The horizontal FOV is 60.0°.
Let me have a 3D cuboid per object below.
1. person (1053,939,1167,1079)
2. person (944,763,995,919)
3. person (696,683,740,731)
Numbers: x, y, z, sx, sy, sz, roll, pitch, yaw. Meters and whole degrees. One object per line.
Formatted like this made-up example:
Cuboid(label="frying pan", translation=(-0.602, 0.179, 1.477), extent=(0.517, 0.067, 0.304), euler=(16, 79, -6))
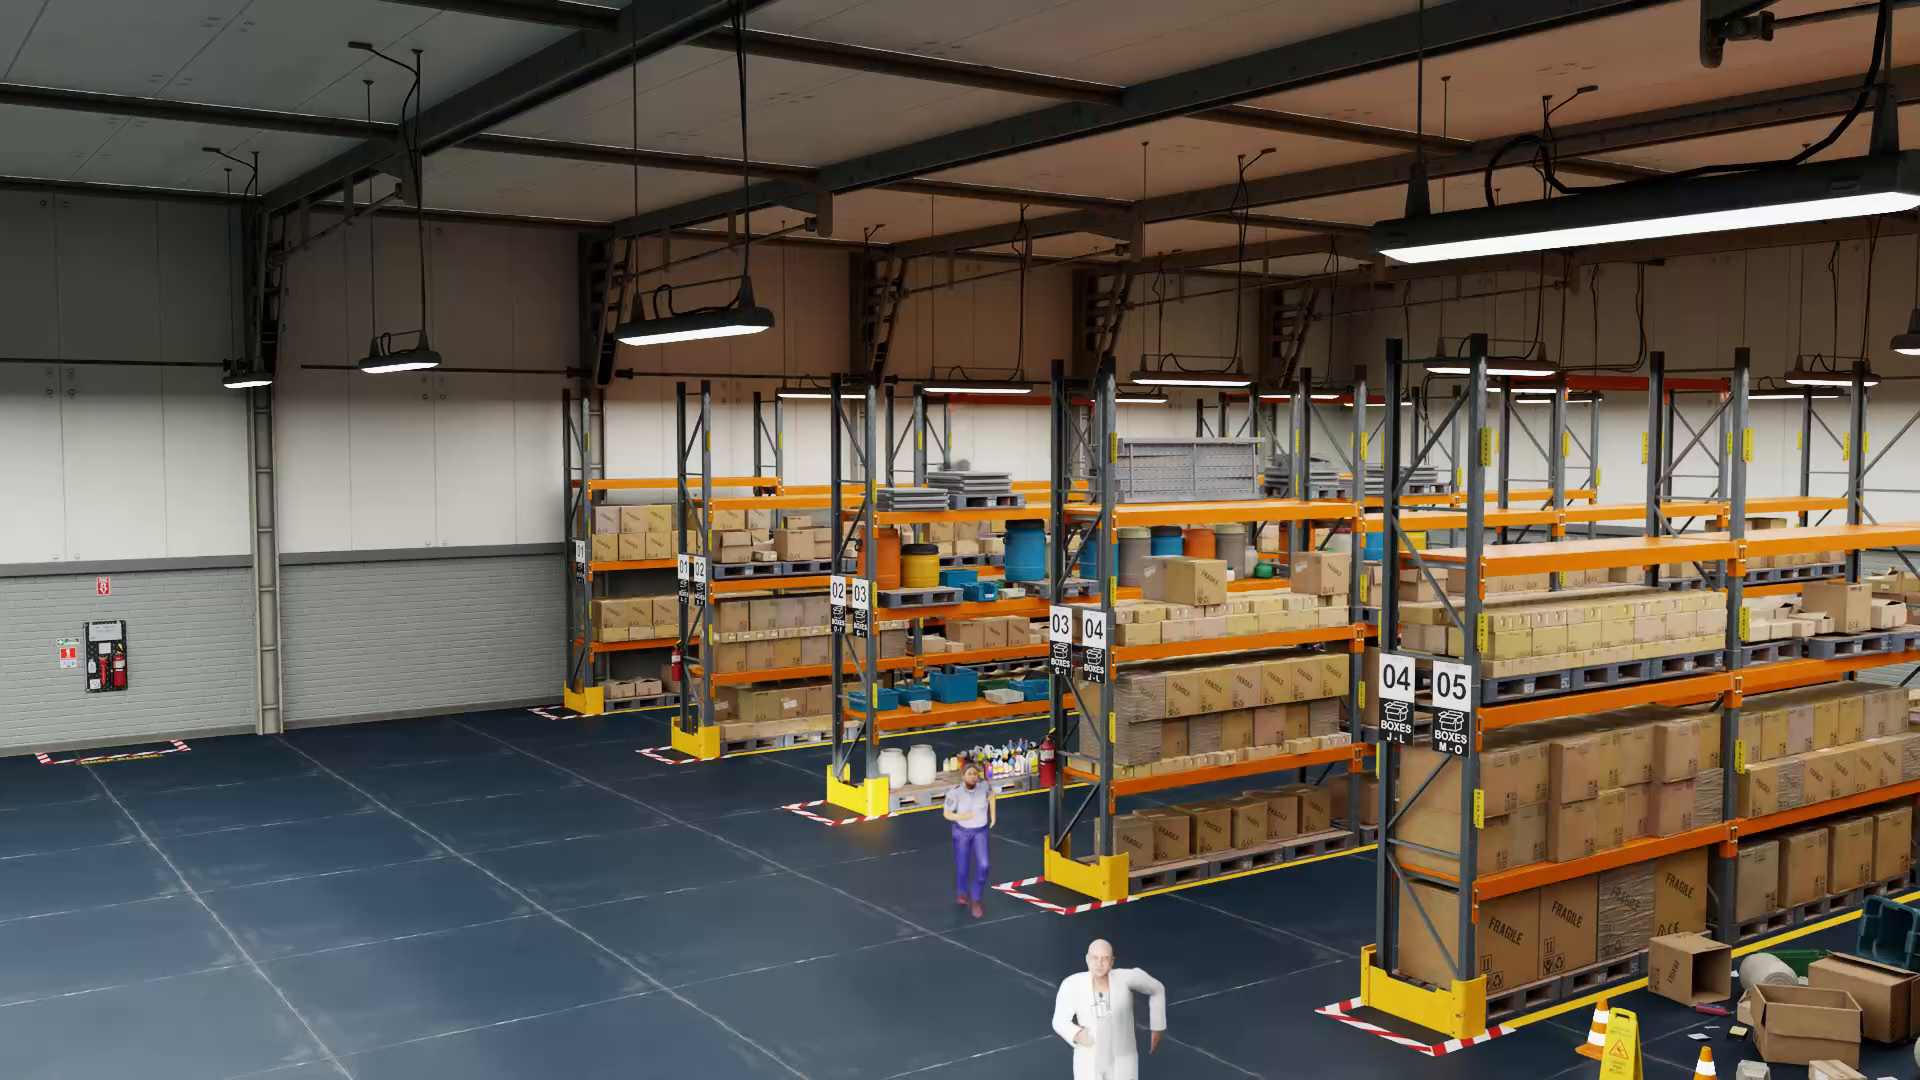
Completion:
Cuboid(label="person", translation=(1.010, 3.559, 11.298), extent=(0.759, 1.727, 0.794), euler=(1, 4, 10))
Cuboid(label="person", translation=(0.110, 3.208, 17.891), extent=(0.628, 1.661, 0.813), euler=(-1, 4, -13))
Cuboid(label="person", translation=(-4.205, 2.418, 29.030), extent=(0.830, 1.842, 0.653), euler=(-3, 5, -36))
